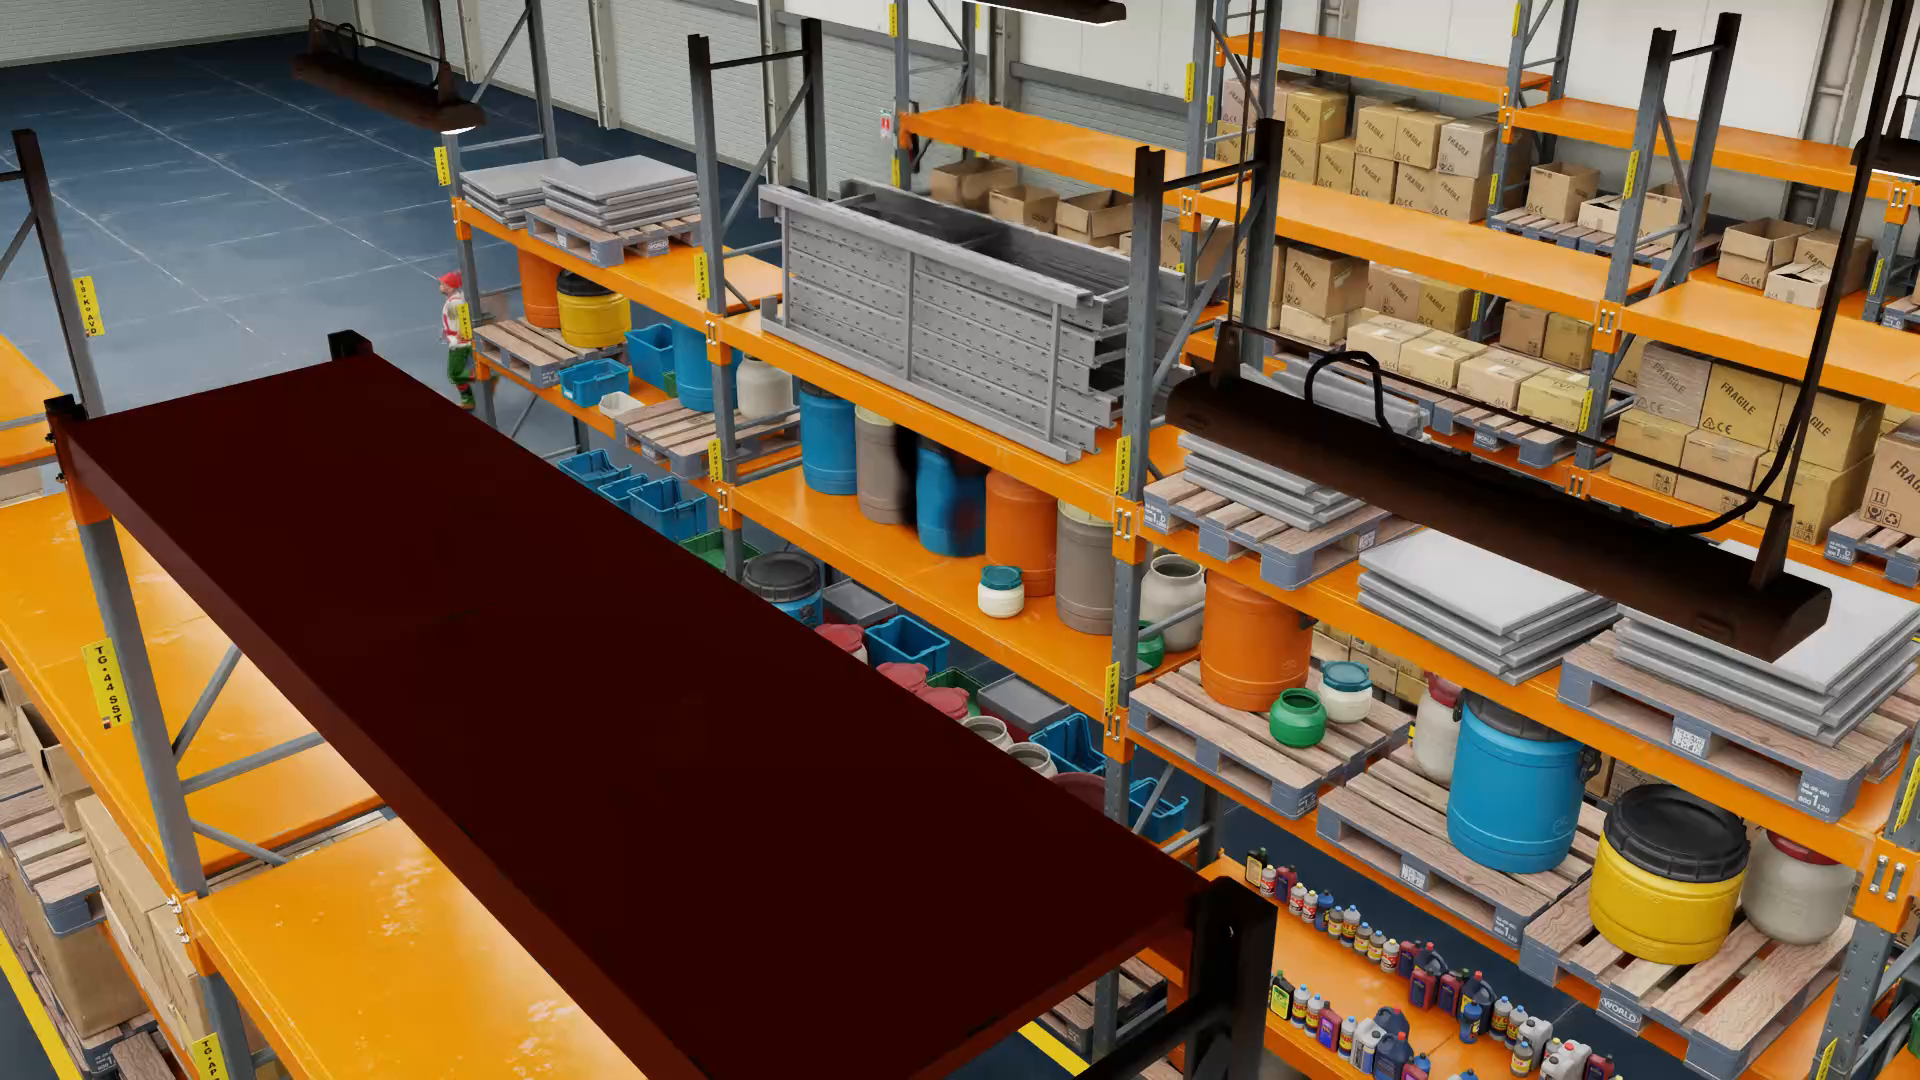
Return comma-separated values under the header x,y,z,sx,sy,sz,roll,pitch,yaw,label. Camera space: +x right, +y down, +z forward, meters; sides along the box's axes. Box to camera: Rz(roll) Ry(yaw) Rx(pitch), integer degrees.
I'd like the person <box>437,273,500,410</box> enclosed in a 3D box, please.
x,y,z,sx,sy,sz,roll,pitch,yaw,label
-6.056,-2.427,20.420,0.675,1.759,0.659,-6,28,-12,person
